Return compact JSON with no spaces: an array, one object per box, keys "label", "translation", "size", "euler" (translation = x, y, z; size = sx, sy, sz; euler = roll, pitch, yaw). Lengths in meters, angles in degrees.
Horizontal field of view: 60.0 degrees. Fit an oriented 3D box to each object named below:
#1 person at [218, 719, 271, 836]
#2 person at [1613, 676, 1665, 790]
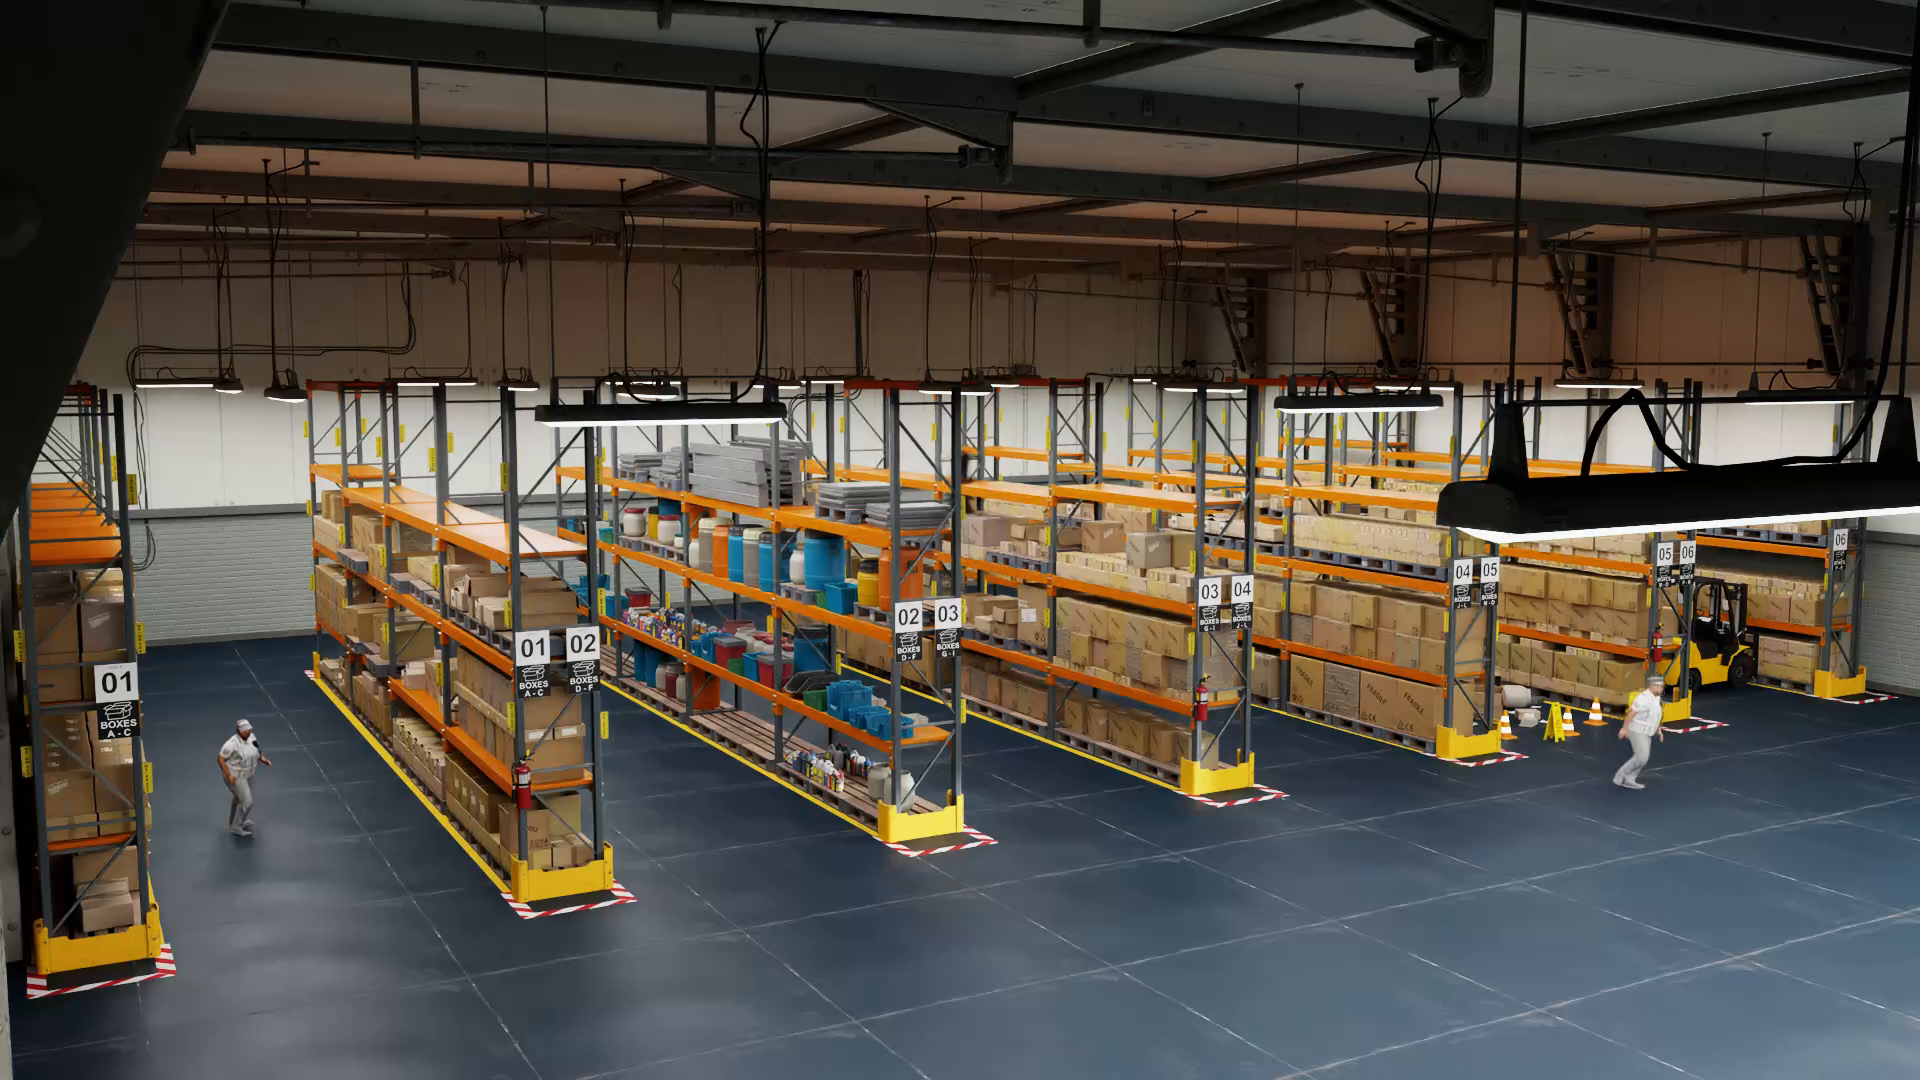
[{"label":"person","translation":[-9.673,3.183,22.473],"size":[0.777,1.602,0.655],"euler":[1,6,9]},{"label":"person","translation":[10.107,2.863,24.713],"size":[0.585,1.710,0.708],"euler":[6,8,42]}]
